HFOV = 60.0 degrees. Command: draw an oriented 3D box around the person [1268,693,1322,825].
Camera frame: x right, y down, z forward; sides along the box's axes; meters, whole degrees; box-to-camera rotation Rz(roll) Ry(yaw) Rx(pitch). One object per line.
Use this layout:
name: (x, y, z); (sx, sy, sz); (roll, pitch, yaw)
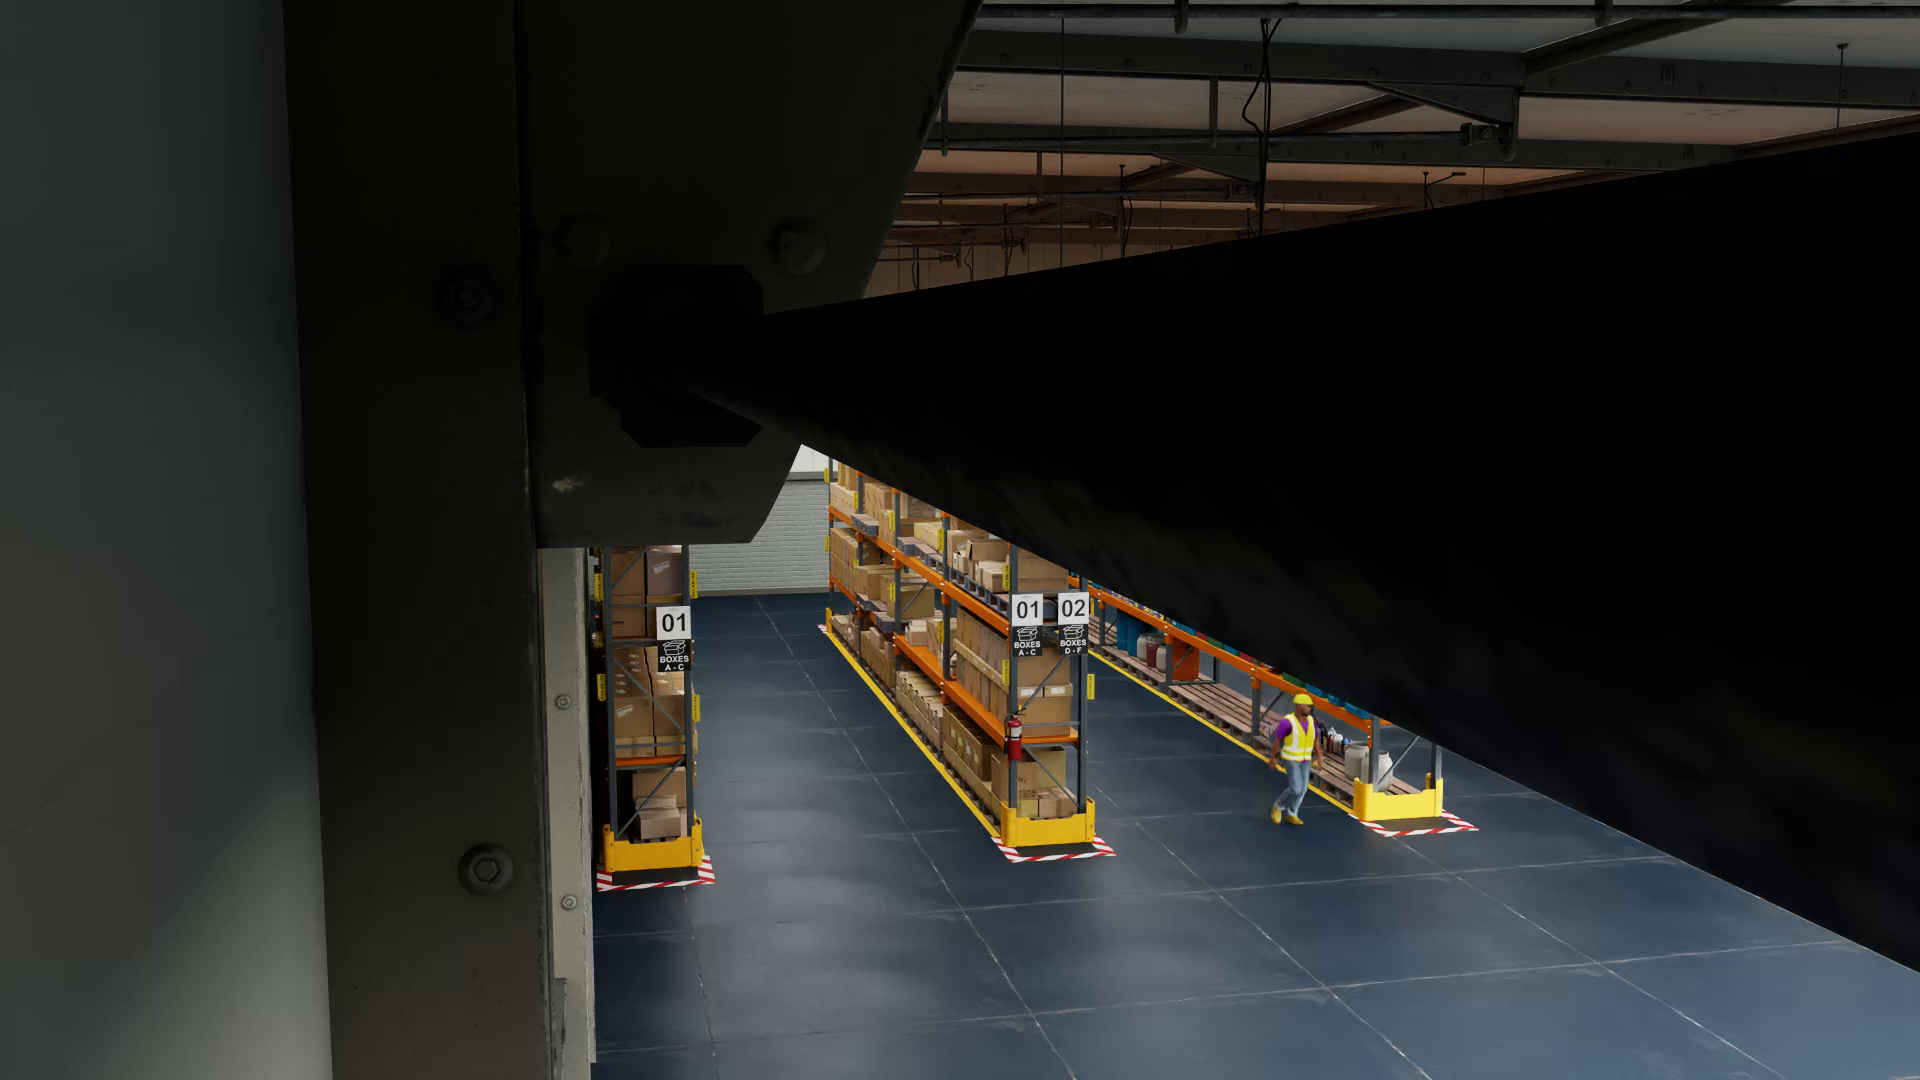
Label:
person: (4.394, 2.870, 21.756); (0.660, 1.732, 0.495); (-4, 8, -29)
